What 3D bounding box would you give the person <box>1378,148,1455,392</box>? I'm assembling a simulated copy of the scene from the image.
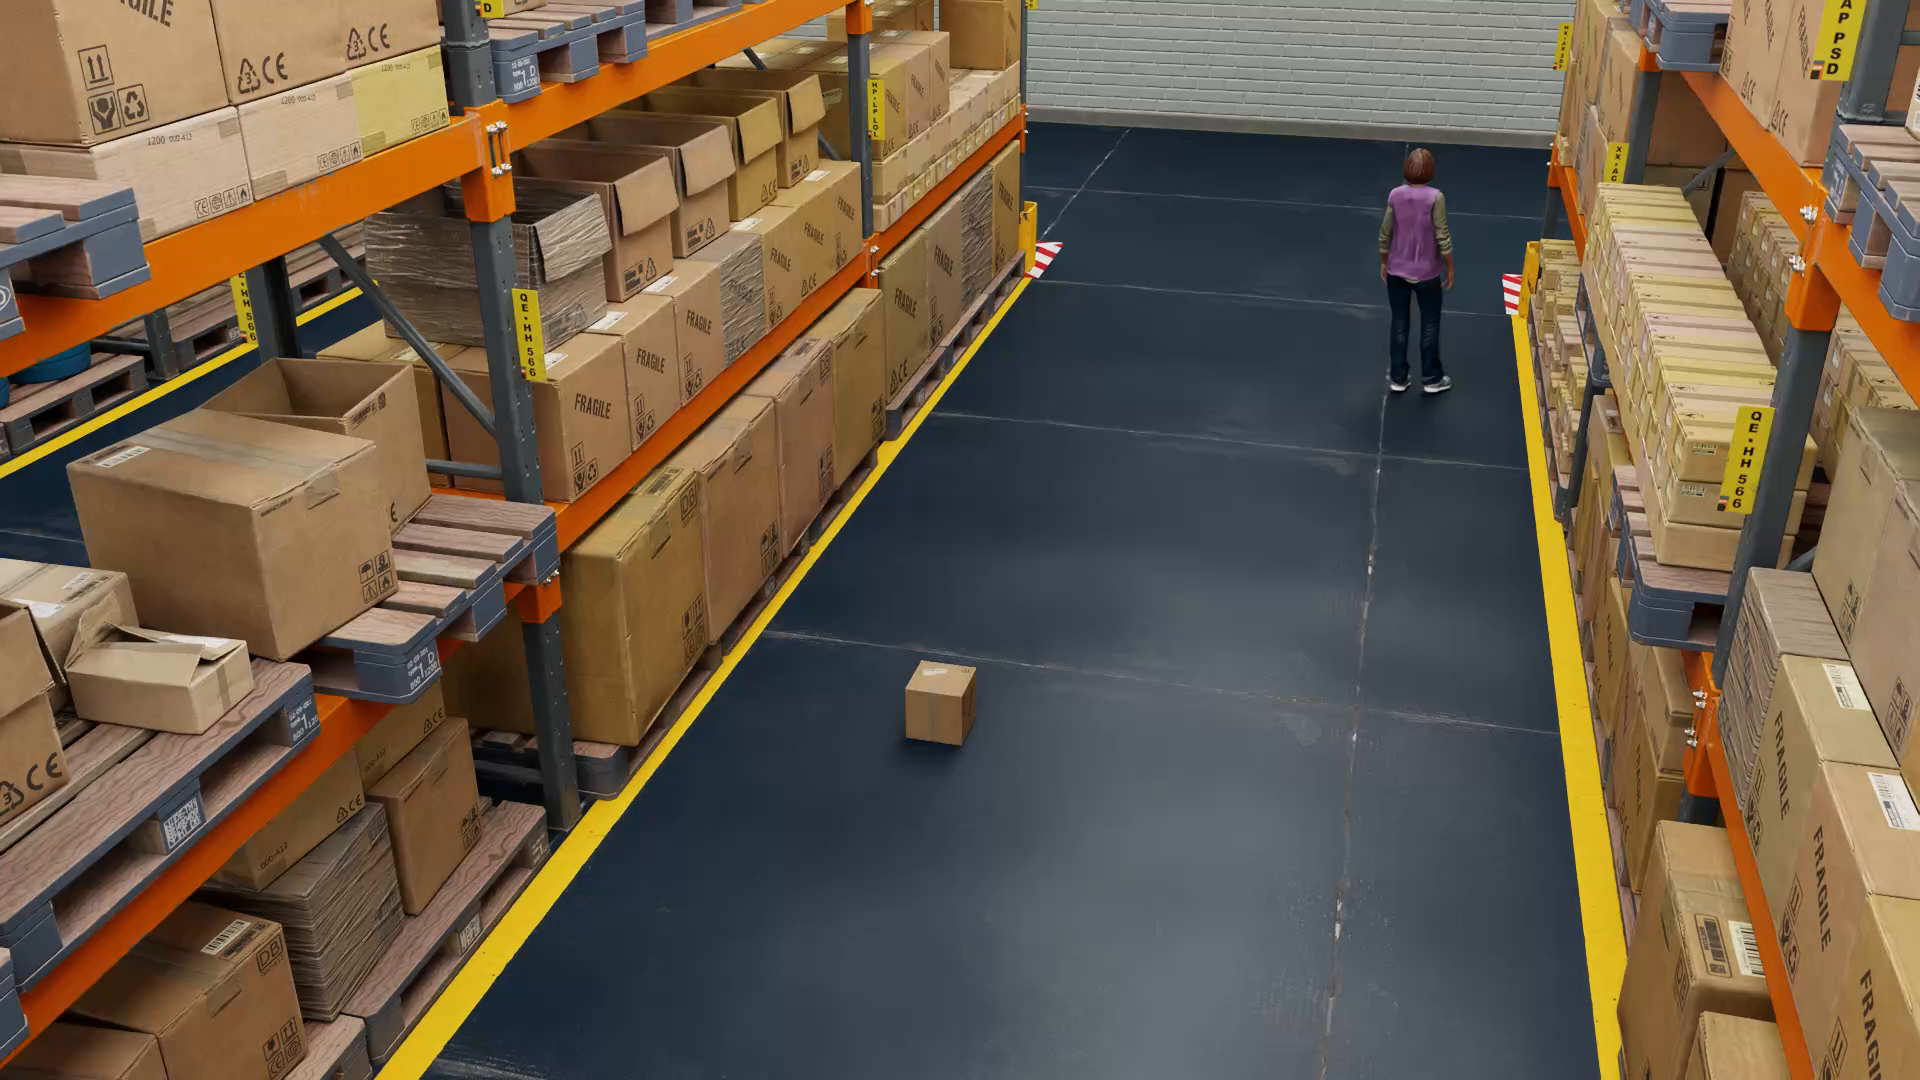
[{"bbox_3d":[2.956,-1.733,10.701,0.508,1.601,0.466,18,31,32],"label":"person"}]
